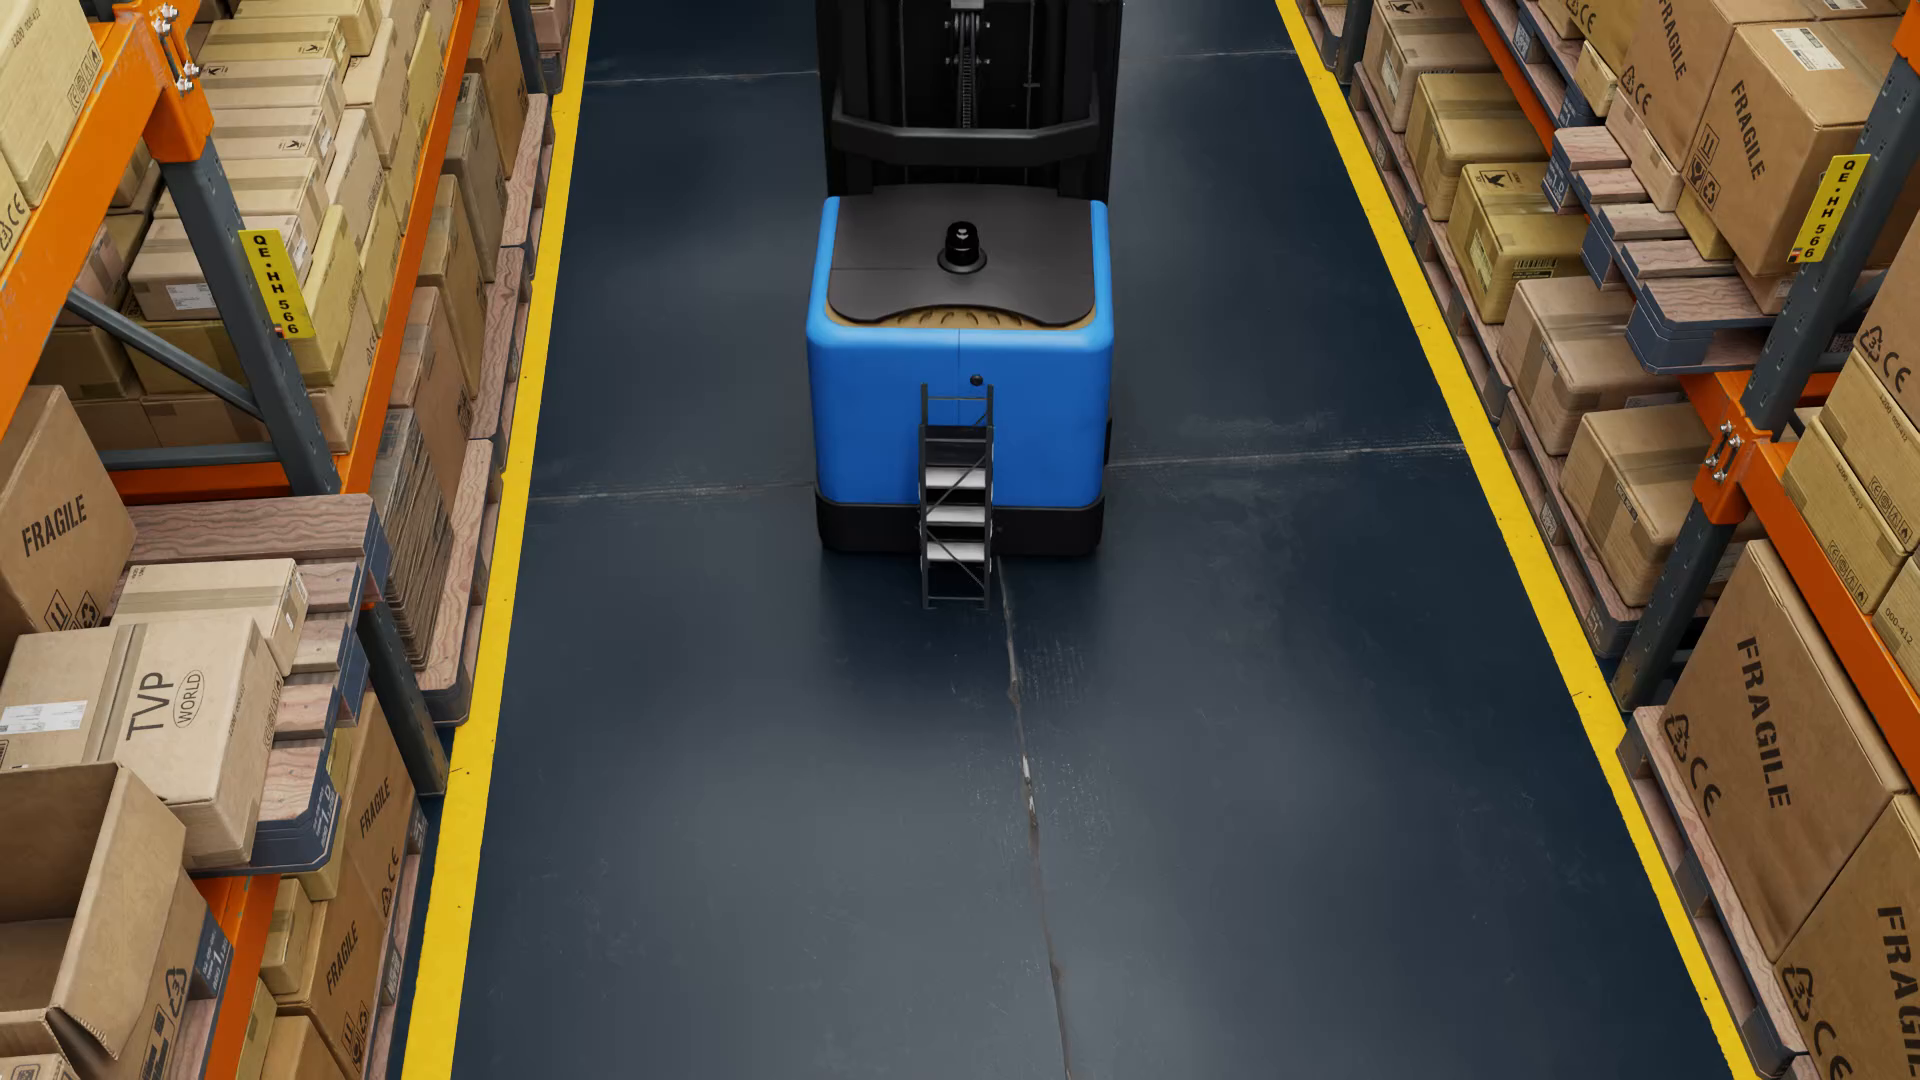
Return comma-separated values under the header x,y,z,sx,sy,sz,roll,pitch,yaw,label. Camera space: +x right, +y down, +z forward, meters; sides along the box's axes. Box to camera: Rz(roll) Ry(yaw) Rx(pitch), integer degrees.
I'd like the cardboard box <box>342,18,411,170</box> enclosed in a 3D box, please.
x,y,z,sx,sy,sz,roll,pitch,yaw,label
-2.053,-1.404,5.272,0.500,0.250,0.500,-5,47,-4,cardboard box

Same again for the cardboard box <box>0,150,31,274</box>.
x,y,z,sx,sy,sz,roll,pitch,yaw,label
-1.865,-0.465,2.662,0.500,0.250,0.500,-3,47,-3,cardboard box

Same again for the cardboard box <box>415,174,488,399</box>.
x,y,z,sx,sy,sz,roll,pitch,yaw,label
-2.350,-0.945,6.425,0.875,0.625,0.625,-5,47,-5,cardboard box

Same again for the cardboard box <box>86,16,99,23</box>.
x,y,z,sx,sy,sz,roll,pitch,yaw,label
-2.654,-1.602,5.186,0.380,0.149,0.250,-4,47,-4,cardboard box

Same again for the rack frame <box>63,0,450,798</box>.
x,y,z,sx,sy,sz,roll,pitch,yaw,label
-2.192,-0.205,4.379,1.000,3.000,0.127,-3,47,-3,rack frame

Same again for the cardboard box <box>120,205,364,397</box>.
x,y,z,sx,sy,sz,roll,pitch,yaw,label
-1.961,-0.663,4.571,0.500,0.250,0.500,-4,47,-3,cardboard box

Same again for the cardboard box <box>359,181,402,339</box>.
x,y,z,sx,sy,sz,roll,pitch,yaw,label
-2.023,-0.854,5.096,0.500,0.250,0.500,-4,47,-4,cardboard box

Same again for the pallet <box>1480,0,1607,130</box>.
x,y,z,sx,sy,sz,roll,pitch,yaw,label
2.547,-1.874,6.091,1.003,0.211,1.213,-3,47,-3,pallet

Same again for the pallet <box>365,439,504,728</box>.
x,y,z,sx,sy,sz,roll,pitch,yaw,label
-2.222,0.155,5.957,1.003,0.211,1.213,-3,47,-3,pallet

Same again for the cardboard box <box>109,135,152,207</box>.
x,y,z,sx,sy,sz,roll,pitch,yaw,label
-2.516,-1.059,4.672,0.380,0.149,0.250,-4,47,-3,cardboard box

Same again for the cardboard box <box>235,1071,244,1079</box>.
x,y,z,sx,sy,sz,roll,pitch,yaw,label
-1.869,1.392,3.852,0.380,0.149,0.250,-4,47,-4,cardboard box

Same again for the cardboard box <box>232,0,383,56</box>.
x,y,z,sx,sy,sz,roll,pitch,yaw,label
-2.044,-1.645,5.226,0.380,0.149,0.250,-3,47,-2,cardboard box

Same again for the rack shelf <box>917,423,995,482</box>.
x,y,z,sx,sy,sz,roll,pitch,yaw,label
-0.012,-0.294,5.583,0.258,0.077,0.200,1,47,1,rack shelf

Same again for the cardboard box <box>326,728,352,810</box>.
x,y,z,sx,sy,sz,roll,pitch,yaw,label
-1.899,0.629,4.574,0.380,0.149,0.250,-6,47,-5,cardboard box

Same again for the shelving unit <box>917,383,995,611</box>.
x,y,z,sx,sy,sz,roll,pitch,yaw,label
-0.012,-0.132,5.755,0.258,0.900,0.210,1,47,1,shelving unit

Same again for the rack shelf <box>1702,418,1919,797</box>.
x,y,z,sx,sy,sz,roll,pitch,yaw,label
2.921,1.185,3.558,1.077,0.370,4.000,-3,47,-3,rack shelf

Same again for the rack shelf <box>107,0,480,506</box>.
x,y,z,sx,sy,sz,roll,pitch,yaw,label
-2.360,-1.405,6.010,1.077,0.370,4.000,-3,47,-3,rack shelf

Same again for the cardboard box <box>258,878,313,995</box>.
x,y,z,sx,sy,sz,roll,pitch,yaw,label
-1.867,1.017,4.206,0.380,0.149,0.250,-5,47,-5,cardboard box

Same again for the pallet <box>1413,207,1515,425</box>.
x,y,z,sx,sy,sz,roll,pitch,yaw,label
2.591,-0.997,7.049,1.003,0.211,1.213,-3,47,-3,pallet

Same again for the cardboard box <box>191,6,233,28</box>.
x,y,z,sx,sy,sz,roll,pitch,yaw,label
-2.625,-1.731,5.582,0.500,0.250,0.500,-4,47,-4,cardboard box

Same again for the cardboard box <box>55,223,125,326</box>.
x,y,z,sx,sy,sz,roll,pitch,yaw,label
-2.421,-0.686,4.318,0.380,0.149,0.250,-2,47,-2,cardboard box

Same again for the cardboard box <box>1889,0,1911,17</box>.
x,y,z,sx,sy,sz,roll,pitch,yaw,label
2.896,-1.507,5.048,0.500,0.500,0.500,-1,47,-1,cardboard box

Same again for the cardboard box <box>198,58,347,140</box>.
x,y,z,sx,sy,sz,roll,pitch,yaw,label
-2.031,-1.277,4.878,0.380,0.149,0.250,-3,47,-3,cardboard box

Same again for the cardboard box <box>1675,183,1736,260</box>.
x,y,z,sx,sy,sz,roll,pitch,yaw,label
2.397,-0.980,4.996,0.380,0.149,0.250,-3,47,-3,cardboard box

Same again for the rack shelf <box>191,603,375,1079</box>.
x,y,z,sx,sy,sz,roll,pitch,yaw,label
-2.025,1.489,3.269,1.077,0.370,4.000,-3,47,-3,rack shelf

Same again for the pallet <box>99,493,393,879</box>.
x,y,z,sx,sy,sz,roll,pitch,yaw,label
-2.066,0.347,3.988,1.213,0.211,1.003,-3,47,-3,pallet

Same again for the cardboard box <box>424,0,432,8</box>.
x,y,z,sx,sy,sz,roll,pitch,yaw,label
-2.144,-2.138,5.968,0.500,0.250,0.500,-3,47,-3,cardboard box

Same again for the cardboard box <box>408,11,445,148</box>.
x,y,z,sx,sy,sz,roll,pitch,yaw,label
-2.115,-1.602,5.804,0.500,0.250,0.500,-2,47,-2,cardboard box

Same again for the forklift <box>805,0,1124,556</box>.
x,y,z,sx,sy,sz,roll,pitch,yaw,label
0.038,-2.008,6.133,1.130,2.935,3.031,1,47,1,forklift

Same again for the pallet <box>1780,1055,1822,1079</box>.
x,y,z,sx,sy,sz,roll,pitch,yaw,label
2.843,1.905,4.301,1.003,0.211,1.213,-3,47,-3,pallet

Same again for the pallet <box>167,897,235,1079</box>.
x,y,z,sx,sy,sz,roll,pitch,yaw,label
-2.025,1.267,3.116,1.003,0.211,1.213,-3,47,-3,pallet

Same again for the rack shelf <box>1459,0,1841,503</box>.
x,y,z,sx,sy,sz,roll,pitch,yaw,label
2.586,-1.709,6.298,1.077,0.370,4.000,-3,47,-3,rack shelf

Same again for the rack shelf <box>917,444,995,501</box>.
x,y,z,sx,sy,sz,roll,pitch,yaw,label
-0.012,-0.232,5.648,0.258,0.077,0.200,1,47,1,rack shelf

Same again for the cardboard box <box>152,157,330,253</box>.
x,y,z,sx,sy,sz,roll,pitch,yaw,label
-1.949,-0.904,4.525,0.380,0.149,0.250,-3,47,-2,cardboard box

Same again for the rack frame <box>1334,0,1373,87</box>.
x,y,z,sx,sy,sz,roll,pitch,yaw,label
2.419,-3.404,7.408,1.000,3.000,0.127,-3,47,-3,rack frame

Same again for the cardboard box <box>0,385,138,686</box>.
x,y,z,sx,sy,sz,roll,pitch,yaw,label
-2.305,-0.002,3.828,0.500,0.500,0.500,-2,47,-1,cardboard box

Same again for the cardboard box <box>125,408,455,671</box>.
x,y,z,sx,sy,sz,roll,pitch,yaw,label
-2.231,0.015,5.516,0.875,0.625,0.625,-2,47,-2,cardboard box

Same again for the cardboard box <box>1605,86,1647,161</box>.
x,y,z,sx,sy,sz,roll,pitch,yaw,label
2.318,-1.342,5.339,0.380,0.149,0.250,-5,47,-5,cardboard box

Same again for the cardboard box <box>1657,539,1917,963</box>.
x,y,z,sx,sy,sz,roll,pitch,yaw,label
2.729,0.581,4.808,0.875,0.875,0.875,-4,47,-4,cardboard box

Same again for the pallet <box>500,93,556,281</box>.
x,y,z,sx,sy,sz,roll,pitch,yaw,label
-2.427,-1.610,7.629,1.003,0.211,1.213,-3,47,-3,pallet

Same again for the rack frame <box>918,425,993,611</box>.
x,y,z,sx,sy,sz,roll,pitch,yaw,label
-0.015,-0.058,5.685,0.240,0.900,0.006,1,47,1,rack frame

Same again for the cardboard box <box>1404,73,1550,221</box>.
x,y,z,sx,sy,sz,roll,pitch,yaw,label
2.529,-1.745,7.358,0.950,0.372,0.625,-1,47,-1,cardboard box

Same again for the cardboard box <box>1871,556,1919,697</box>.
x,y,z,sx,sy,sz,roll,pitch,yaw,label
2.604,0.282,4.021,0.500,0.250,0.500,-5,47,-4,cardboard box

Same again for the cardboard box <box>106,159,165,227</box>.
x,y,z,sx,sy,sz,roll,pitch,yaw,label
-2.552,-1.004,4.894,0.500,0.250,0.500,-3,47,-3,cardboard box

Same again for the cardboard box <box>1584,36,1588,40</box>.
x,y,z,sx,sy,sz,roll,pitch,yaw,label
2.386,-1.730,5.706,0.380,0.149,0.250,-3,47,-3,cardboard box

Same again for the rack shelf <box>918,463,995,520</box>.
x,y,z,sx,sy,sz,roll,pitch,yaw,label
-0.012,-0.171,5.714,0.258,0.077,0.200,1,47,1,rack shelf

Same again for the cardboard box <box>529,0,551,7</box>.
x,y,z,sx,sy,sz,roll,pitch,yaw,label
-2.260,-2.839,8.133,0.500,0.250,0.500,-4,47,-3,cardboard box

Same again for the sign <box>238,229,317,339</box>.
x,y,z,sx,sy,sz,roll,pitch,yaw,label
-1.652,-0.616,4.025,0.100,0.325,0.005,-3,47,-3,sign

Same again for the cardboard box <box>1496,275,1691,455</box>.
x,y,z,sx,sy,sz,roll,pitch,yaw,label
2.646,-0.693,6.361,0.950,0.372,0.625,-4,47,-4,cardboard box

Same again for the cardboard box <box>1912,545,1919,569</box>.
x,y,z,sx,sy,sz,roll,pitch,yaw,label
2.592,0.126,3.824,0.500,0.250,0.500,-2,47,-2,cardboard box

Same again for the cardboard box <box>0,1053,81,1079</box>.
x,y,z,sx,sy,sz,roll,pitch,yaw,label
-1.784,1.204,2.686,0.700,0.500,0.500,-4,47,-3,cardboard box

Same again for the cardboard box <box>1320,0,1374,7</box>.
x,y,z,sx,sy,sz,roll,pitch,yaw,label
2.101,-3.014,8.643,0.500,0.250,0.500,-2,47,-1,cardboard box

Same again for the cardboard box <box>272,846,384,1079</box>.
x,y,z,sx,sy,sz,roll,pitch,yaw,label
-1.911,1.165,4.513,0.500,0.500,0.500,-4,47,-4,cardboard box

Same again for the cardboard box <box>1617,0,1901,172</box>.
x,y,z,sx,sy,sz,roll,pitch,yaw,label
2.384,-1.476,5.019,0.500,0.500,0.500,-4,47,-4,cardboard box

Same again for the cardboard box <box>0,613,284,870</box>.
x,y,z,sx,sy,sz,roll,pitch,yaw,label
-1.782,0.445,3.576,0.500,0.250,0.500,-5,47,-5,cardboard box

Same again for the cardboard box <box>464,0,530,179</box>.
x,y,z,sx,sy,sz,roll,pitch,yaw,label
-2.472,-2.050,7.472,0.875,0.625,0.625,-2,47,-2,cardboard box

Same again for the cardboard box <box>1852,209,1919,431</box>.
x,y,z,sx,sy,sz,roll,pitch,yaw,label
2.551,-0.516,3.915,0.500,0.500,0.500,-5,47,-5,cardboard box
